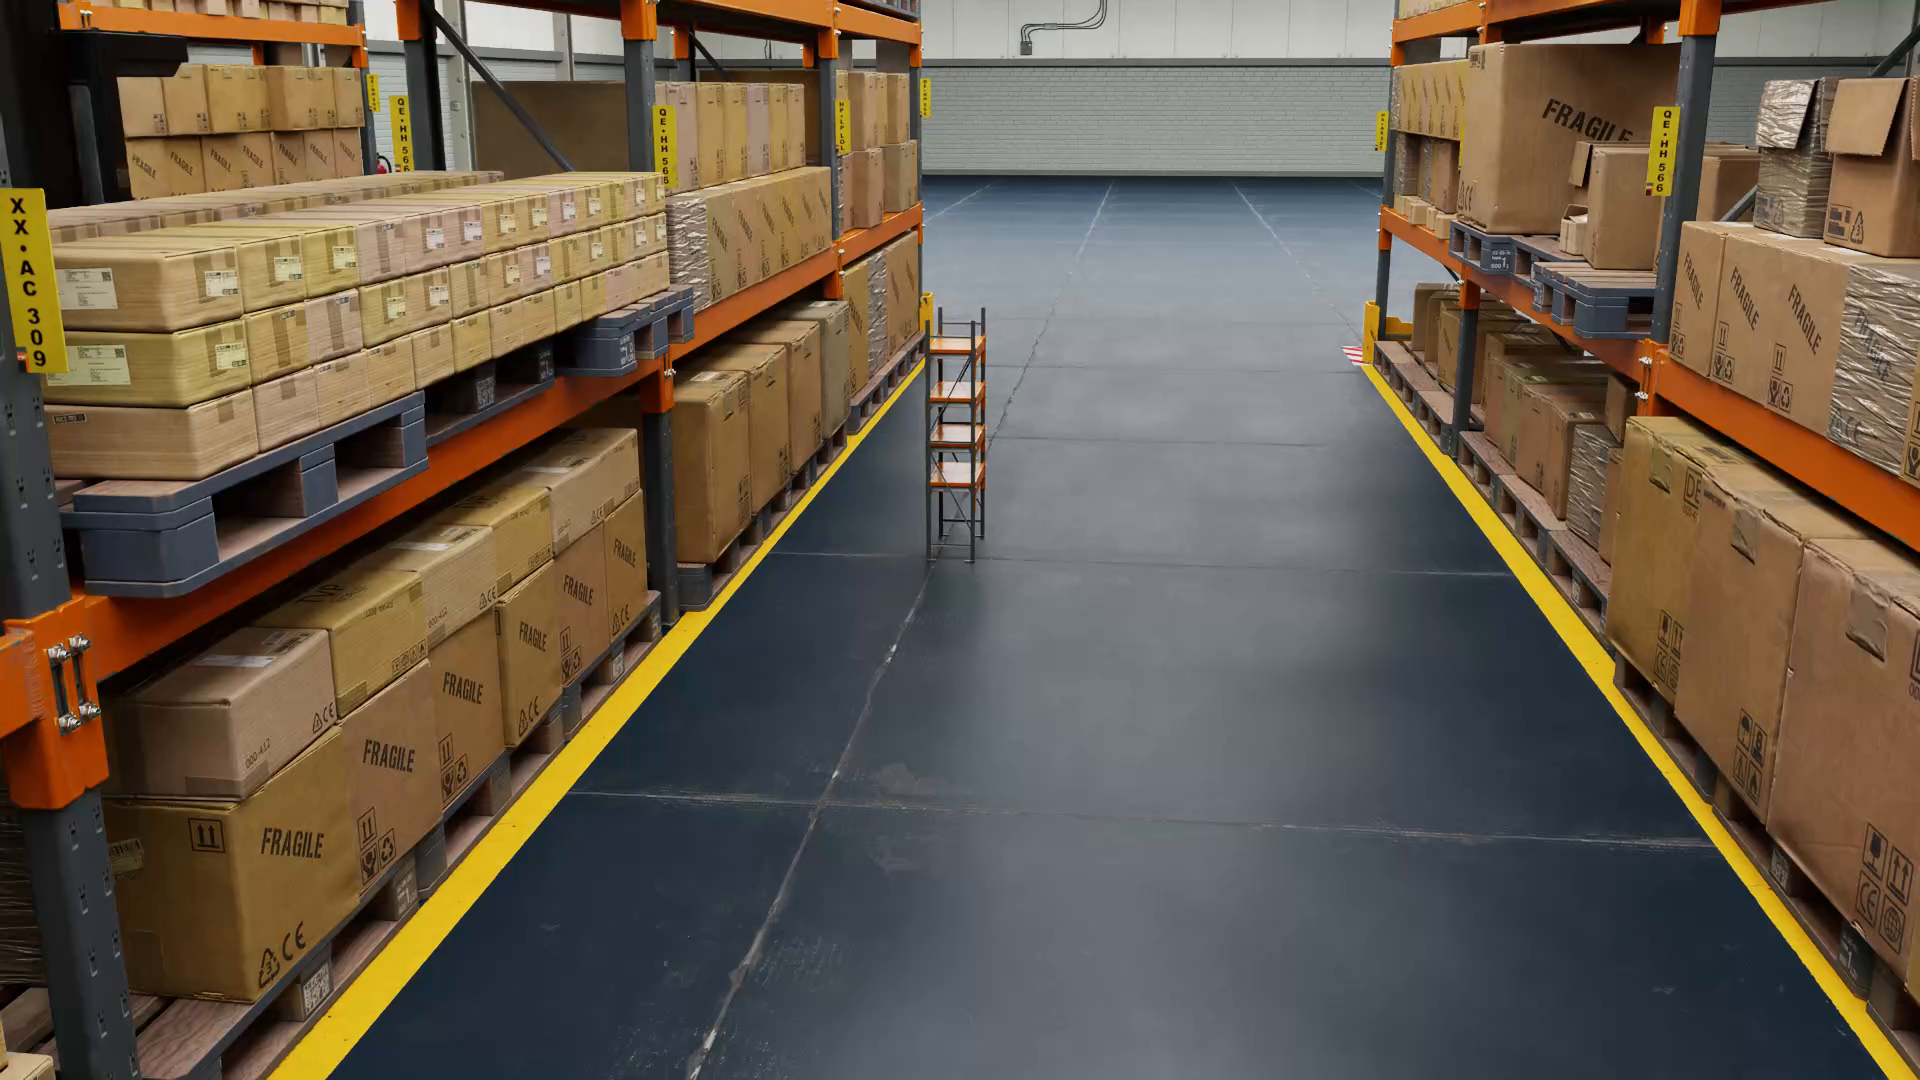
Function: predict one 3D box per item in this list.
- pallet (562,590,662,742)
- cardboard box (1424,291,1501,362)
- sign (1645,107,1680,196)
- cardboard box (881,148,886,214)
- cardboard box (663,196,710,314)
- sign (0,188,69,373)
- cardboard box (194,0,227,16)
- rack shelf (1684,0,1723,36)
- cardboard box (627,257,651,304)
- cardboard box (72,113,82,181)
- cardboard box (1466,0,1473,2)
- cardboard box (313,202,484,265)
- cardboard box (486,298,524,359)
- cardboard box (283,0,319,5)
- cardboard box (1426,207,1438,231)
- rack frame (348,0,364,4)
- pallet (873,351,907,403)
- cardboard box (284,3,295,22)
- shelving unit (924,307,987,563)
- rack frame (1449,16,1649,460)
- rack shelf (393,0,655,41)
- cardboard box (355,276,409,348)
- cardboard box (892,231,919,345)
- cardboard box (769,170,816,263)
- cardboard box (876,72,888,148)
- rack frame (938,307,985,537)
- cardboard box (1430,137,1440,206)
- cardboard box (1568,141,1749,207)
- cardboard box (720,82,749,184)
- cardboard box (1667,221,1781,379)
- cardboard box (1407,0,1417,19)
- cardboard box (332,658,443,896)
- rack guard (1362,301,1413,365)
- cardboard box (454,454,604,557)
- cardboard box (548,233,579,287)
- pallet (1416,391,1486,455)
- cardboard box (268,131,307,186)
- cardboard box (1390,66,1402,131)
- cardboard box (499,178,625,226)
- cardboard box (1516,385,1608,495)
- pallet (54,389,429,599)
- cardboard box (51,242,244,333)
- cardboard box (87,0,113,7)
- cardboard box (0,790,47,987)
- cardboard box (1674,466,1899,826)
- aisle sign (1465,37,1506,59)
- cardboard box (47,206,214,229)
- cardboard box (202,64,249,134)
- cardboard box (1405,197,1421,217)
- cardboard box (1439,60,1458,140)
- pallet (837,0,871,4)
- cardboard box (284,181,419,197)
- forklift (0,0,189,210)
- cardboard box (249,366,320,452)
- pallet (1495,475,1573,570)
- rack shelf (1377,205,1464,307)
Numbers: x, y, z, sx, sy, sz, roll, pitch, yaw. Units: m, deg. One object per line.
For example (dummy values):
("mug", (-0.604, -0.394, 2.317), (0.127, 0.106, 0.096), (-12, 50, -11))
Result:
("pallet", (-1.831, 0.456, 6.570), (1.003, 0.211, 1.213), (2, 15, 6))
("cardboard box", (3.957, -1.673, 13.089), (0.500, 0.500, 0.500), (6, 16, 21))
("sign", (2.635, -1.454, 6.227), (0.100, 0.325, 0.005), (2, 15, 6))
("cardboard box", (-1.064, -2.857, 13.195), (0.875, 0.550, 0.550), (2, 15, 6))
("cardboard box", (-1.423, -1.249, 7.343), (0.500, 0.500, 0.500), (2, 15, 7))
("sign", (-1.653, -0.459, 2.954), (0.100, 0.325, 0.005), (2, 15, 6))
("cardboard box", (-5.709, -3.982, 12.375), (0.380, 0.149, 0.250), (1, 15, 5))
("rack shelf", (2.950, -1.502, 4.102), (1.077, 0.370, 4.000), (2, 15, 6))
("cardboard box", (-1.370, -0.968, 6.172), (0.380, 0.149, 0.250), (2, 15, 6))
("cardboard box", (-6.044, -2.517, 10.659), (0.500, 0.500, 0.500), (1, 15, 5))
("cardboard box", (3.419, -3.459, 10.248), (0.500, 0.250, 0.500), (2, 15, 8))
("cardboard box", (-1.547, -0.848, 4.587), (0.380, 0.149, 0.250), (2, 15, 8))
("cardboard box", (-1.518, -0.629, 4.919), (0.380, 0.149, 0.250), (1, 15, 4))
("cardboard box", (-5.630, -4.535, 13.659), (0.500, 0.250, 0.500), (1, 15, 5))
("cardboard box", (3.543, -2.289, 11.863), (0.380, 0.149, 0.250), (2, 15, 6))
("rack frame", (-5.769, -6.183, 14.288), (1.000, 3.000, 0.127), (2, 15, 6))
("pallet", (-0.992, -1.296, 13.050), (1.003, 0.211, 1.213), (2, 15, 6))
("cardboard box", (-5.685, -4.316, 13.610), (0.380, 0.149, 0.250), (2, 15, 7))
("shelving unit", (-0.019, -0.536, 8.347), (0.258, 1.200, 0.503), (2, 15, 6))
("rack frame", (3.627, -1.958, 10.155), (1.000, 3.000, 0.127), (2, 15, 6))
("rack shelf", (-1.967, -1.674, 4.739), (1.077, 0.370, 4.000), (2, 15, 6))
("cardboard box", (-1.607, -0.570, 4.131), (0.380, 0.149, 0.250), (1, 15, 4))
("cardboard box", (-0.850, -2.166, 14.194), (0.875, 0.875, 0.875), (2, 15, 7))
("cardboard box", (-1.141, -1.904, 9.765), (0.500, 0.500, 0.500), (2, 15, 6))
("cardboard box", (-1.018, -3.238, 12.534), (0.875, 0.550, 0.500), (2, 15, 6))
("rack frame", (0.009, -0.600, 8.581), (0.240, 1.200, 0.015), (2, 15, 6))
("cardboard box", (3.884, -2.654, 11.969), (0.875, 0.500, 0.500), (2, 15, 6))
("cardboard box", (3.523, -1.758, 8.414), (0.797, 0.503, 0.637), (3, 15, 12))
("cardboard box", (-1.512, -2.136, 8.709), (0.700, 0.500, 0.500), (2, 15, 6))
("cardboard box", (2.850, -0.850, 5.869), (0.500, 0.500, 0.500), (2, 15, 8))
("cardboard box", (3.715, -4.119, 12.690), (0.500, 0.250, 0.500), (1, 15, 5))
("cardboard box", (-1.788, 0.628, 4.578), (0.500, 0.500, 0.500), (2, 15, 9))
("rack guard", (4.069, -1.769, 14.245), (1.175, 0.500, 0.348), (2, 15, 6))
("cardboard box", (-1.604, -0.134, 5.959), (0.500, 0.250, 0.500), (2, 15, 7))
("cardboard box", (-1.460, -0.909, 5.384), (0.380, 0.149, 0.250), (2, 15, 6))
("pallet", (3.667, -0.787, 11.167), (1.003, 0.211, 1.213), (2, 15, 6))
("cardboard box", (-5.677, -3.070, 13.509), (0.500, 0.500, 0.500), (2, 15, 6))
("cardboard box", (3.745, -3.535, 13.311), (0.500, 0.500, 0.500), (2, 15, 6))
("cardboard box", (-1.402, -1.187, 5.844), (0.380, 0.149, 0.250), (2, 15, 8))
("cardboard box", (3.401, -0.536, 8.845), (0.700, 0.500, 0.500), (0, 15, 1))
("pallet", (-1.962, -0.156, 3.861), (1.003, 0.211, 1.213), (2, 15, 6))
("cardboard box", (-1.692, -0.512, 3.347), (0.380, 0.149, 0.250), (2, 15, 9))
("cardboard box", (-5.938, -3.651, 11.151), (0.380, 0.149, 0.250), (1, 15, 5))
("cardboard box", (-2.360, 0.750, 4.127), (0.500, 0.500, 0.500), (1, 15, 5))
("cardboard box", (2.968, 0.312, 5.027), (1.225, 0.875, 0.875), (2, 15, 6))
("aisle sign", (4.383, -4.257, 13.679), (0.394, 0.787, 0.004), (2, 15, 6))
("cardboard box", (-2.220, -0.802, 4.418), (0.380, 0.149, 0.250), (1, 15, 4))
("cardboard box", (-5.792, -3.293, 12.416), (0.700, 0.500, 0.500), (1, 15, 5))
("cardboard box", (3.711, -2.613, 13.059), (0.380, 0.149, 0.250), (2, 15, 6))
("cardboard box", (3.459, -2.887, 10.914), (0.500, 0.500, 0.500), (2, 15, 6))
("pallet", (-1.188, -3.747, 11.196), (1.003, 0.211, 1.213), (2, 15, 6))
("cardboard box", (-2.077, -1.145, 5.687), (0.380, 0.149, 0.250), (1, 15, 4))
("forklift", (-4.011, -1.149, 7.297), (1.130, 2.935, 3.031), (1, 15, 2))
("cardboard box", (-1.666, -0.297, 3.691), (0.380, 0.149, 0.250), (2, 15, 7))
("pallet", (3.405, -0.092, 8.598), (1.003, 0.211, 1.213), (2, 15, 6))
("rack shelf", (3.852, -2.129, 12.167), (1.077, 0.370, 4.000), (2, 15, 6))
